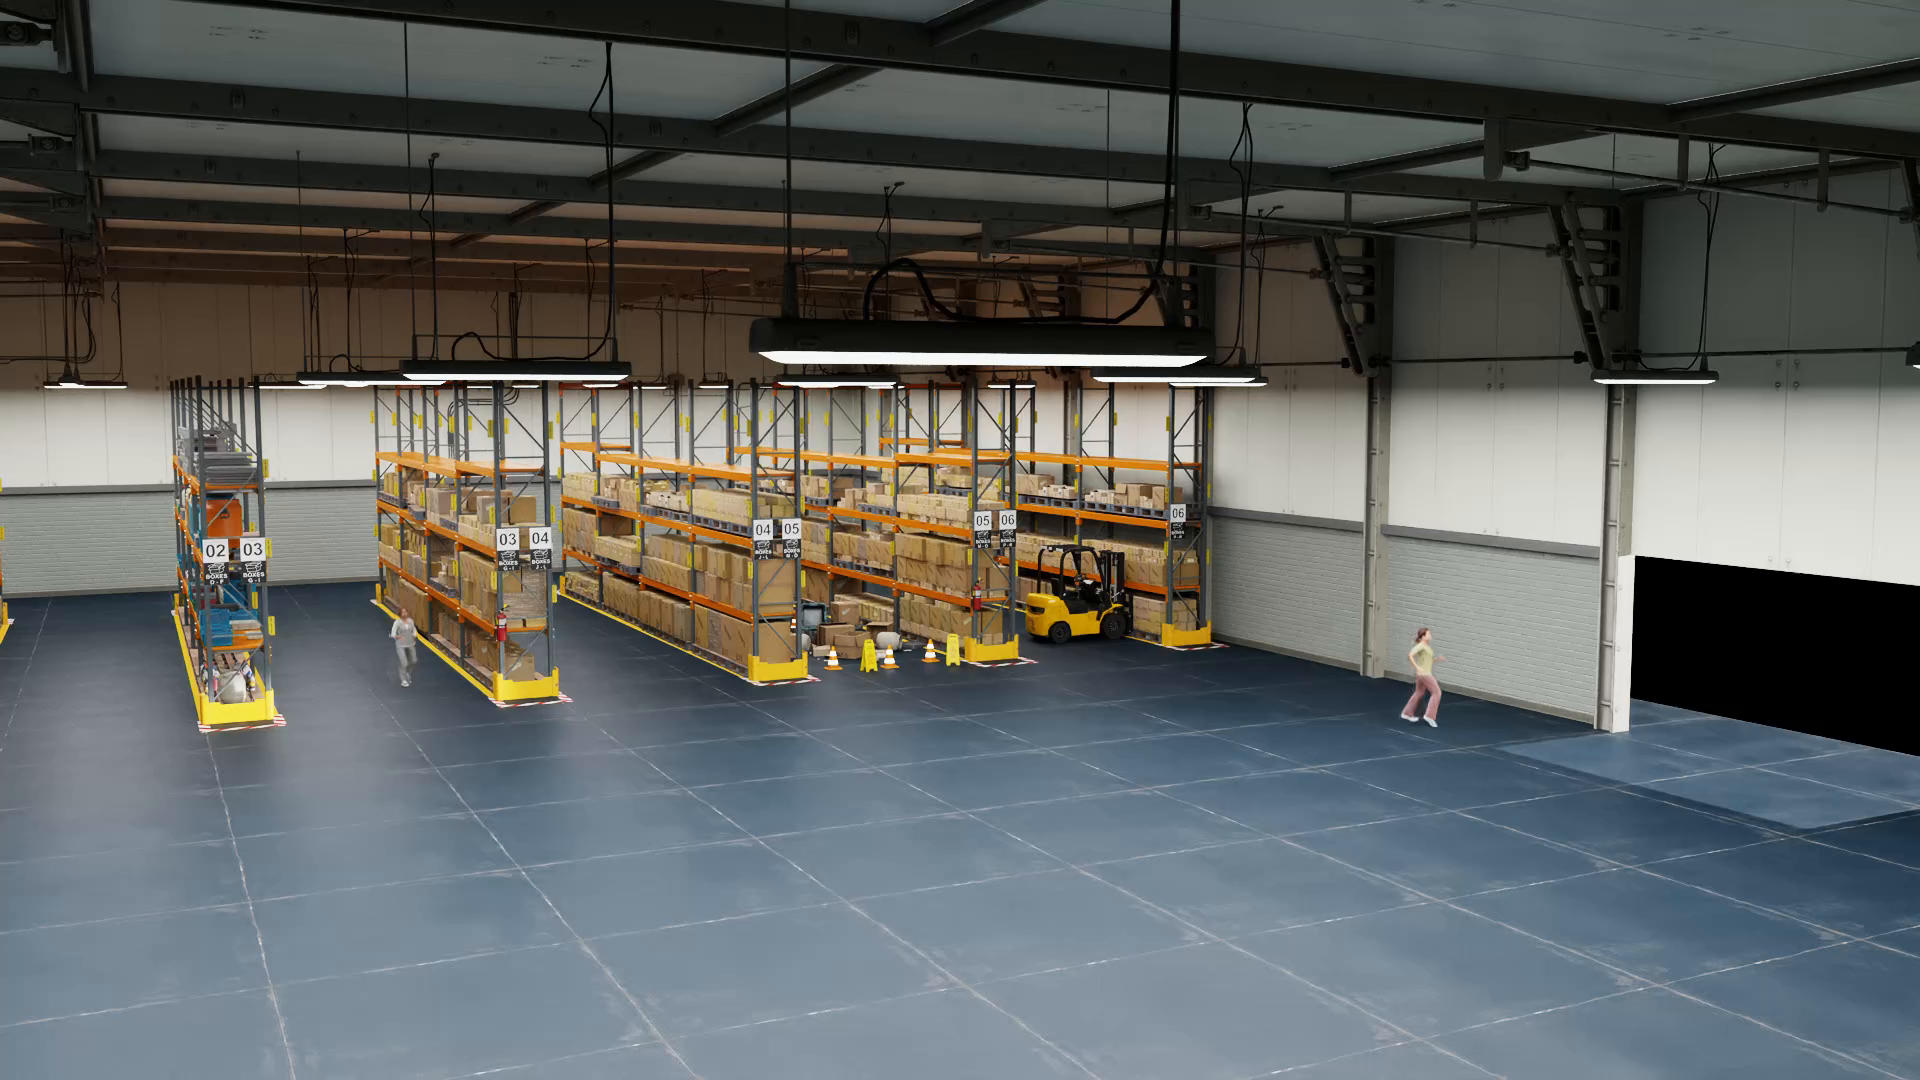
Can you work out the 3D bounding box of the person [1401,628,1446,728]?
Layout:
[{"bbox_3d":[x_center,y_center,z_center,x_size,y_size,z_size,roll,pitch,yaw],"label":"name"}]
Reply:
[{"bbox_3d":[7.947,2.355,28.531,0.723,1.721,0.543,1,5,16],"label":"person"}]

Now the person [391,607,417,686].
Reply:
[{"bbox_3d":[-10.743,2.072,32.262,0.526,1.556,0.536,-4,6,-37],"label":"person"}]
